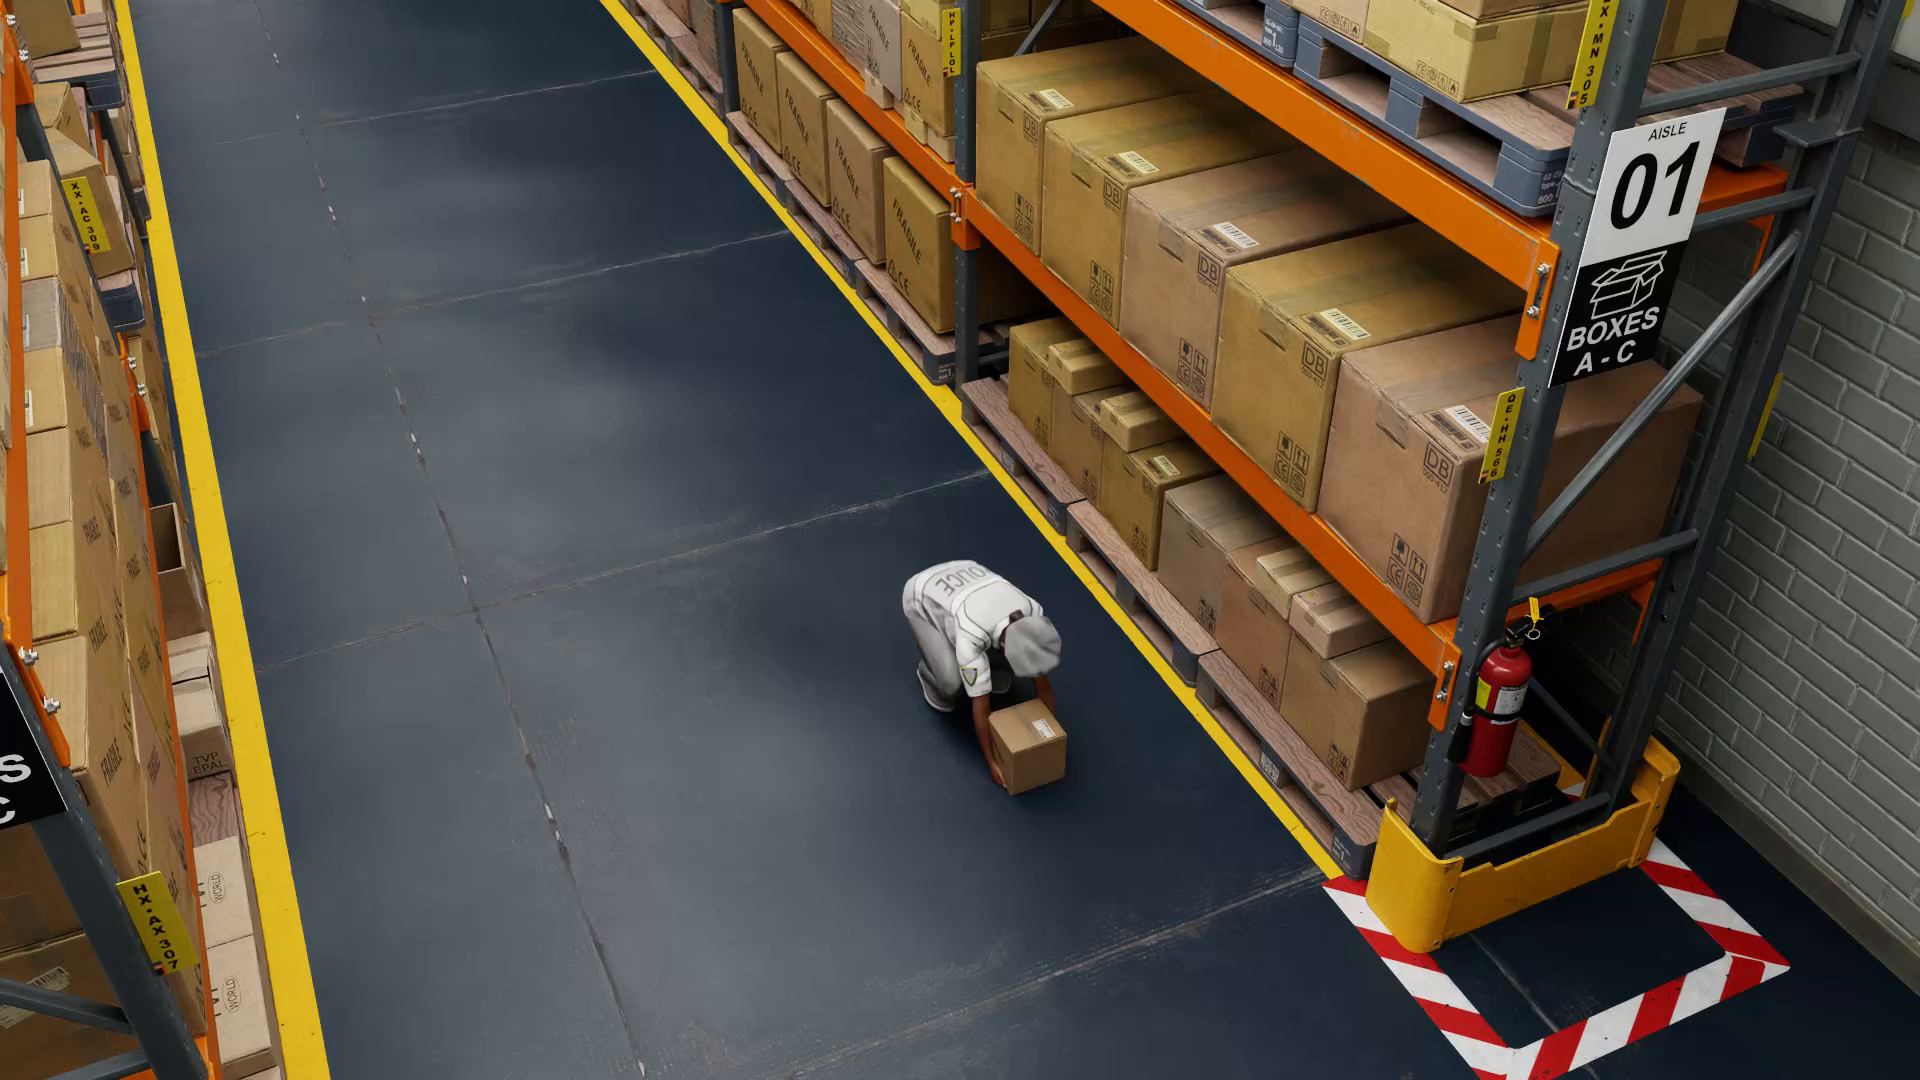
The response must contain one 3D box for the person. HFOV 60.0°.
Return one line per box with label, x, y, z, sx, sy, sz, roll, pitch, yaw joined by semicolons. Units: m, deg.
person;0.099;0.473;7.037;0.456;0.749;0.958;-17;41;-21
